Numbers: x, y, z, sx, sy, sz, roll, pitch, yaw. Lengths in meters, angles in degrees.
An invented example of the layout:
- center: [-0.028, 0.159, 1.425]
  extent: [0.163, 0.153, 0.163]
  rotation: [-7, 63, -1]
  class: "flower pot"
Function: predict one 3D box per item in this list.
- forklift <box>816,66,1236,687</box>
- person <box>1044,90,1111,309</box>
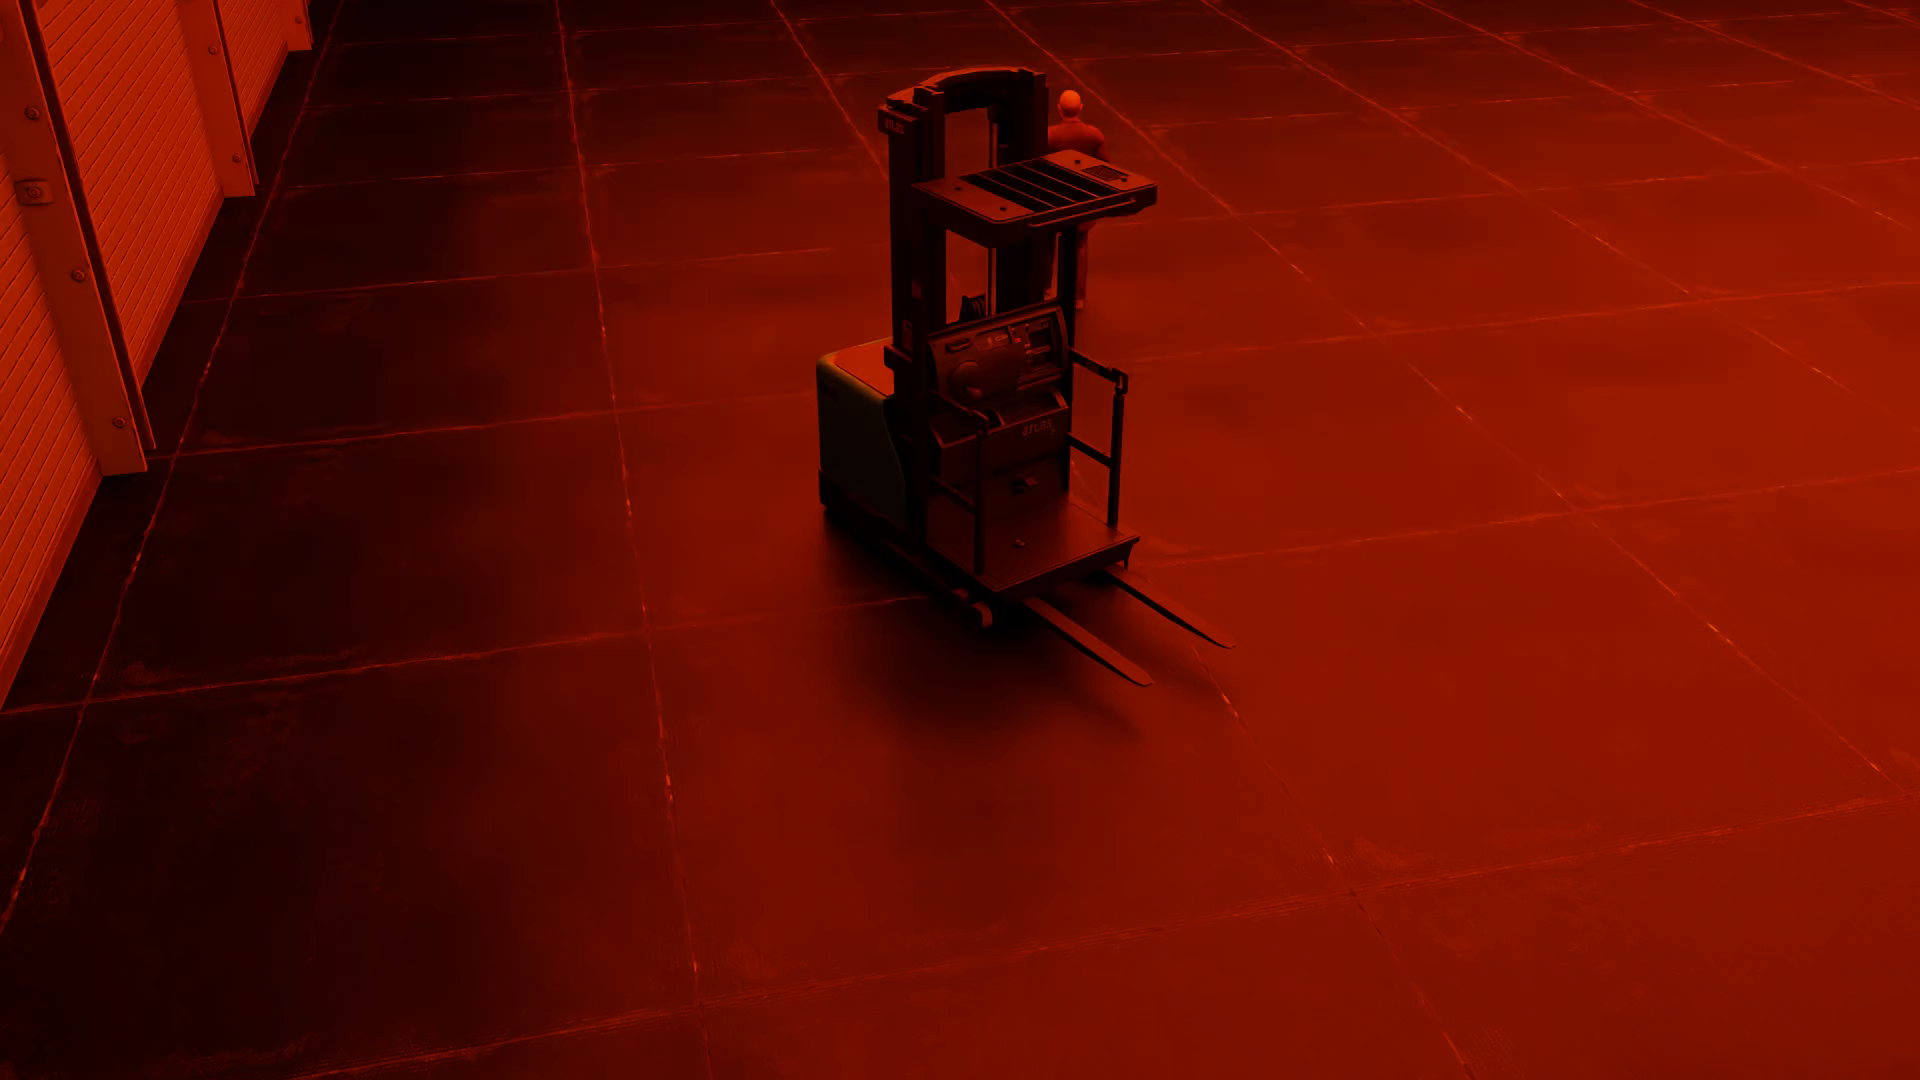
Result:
- center: [0.355, -1.021, 9.338]
  extent: [1.130, 2.935, 3.031]
  rotation: [-20, 35, -30]
  class: "forklift"
- center: [0.875, -2.791, 13.618]
  extent: [0.682, 1.821, 0.593]
  rotation: [-1, 30, -2]
  class: "person"
